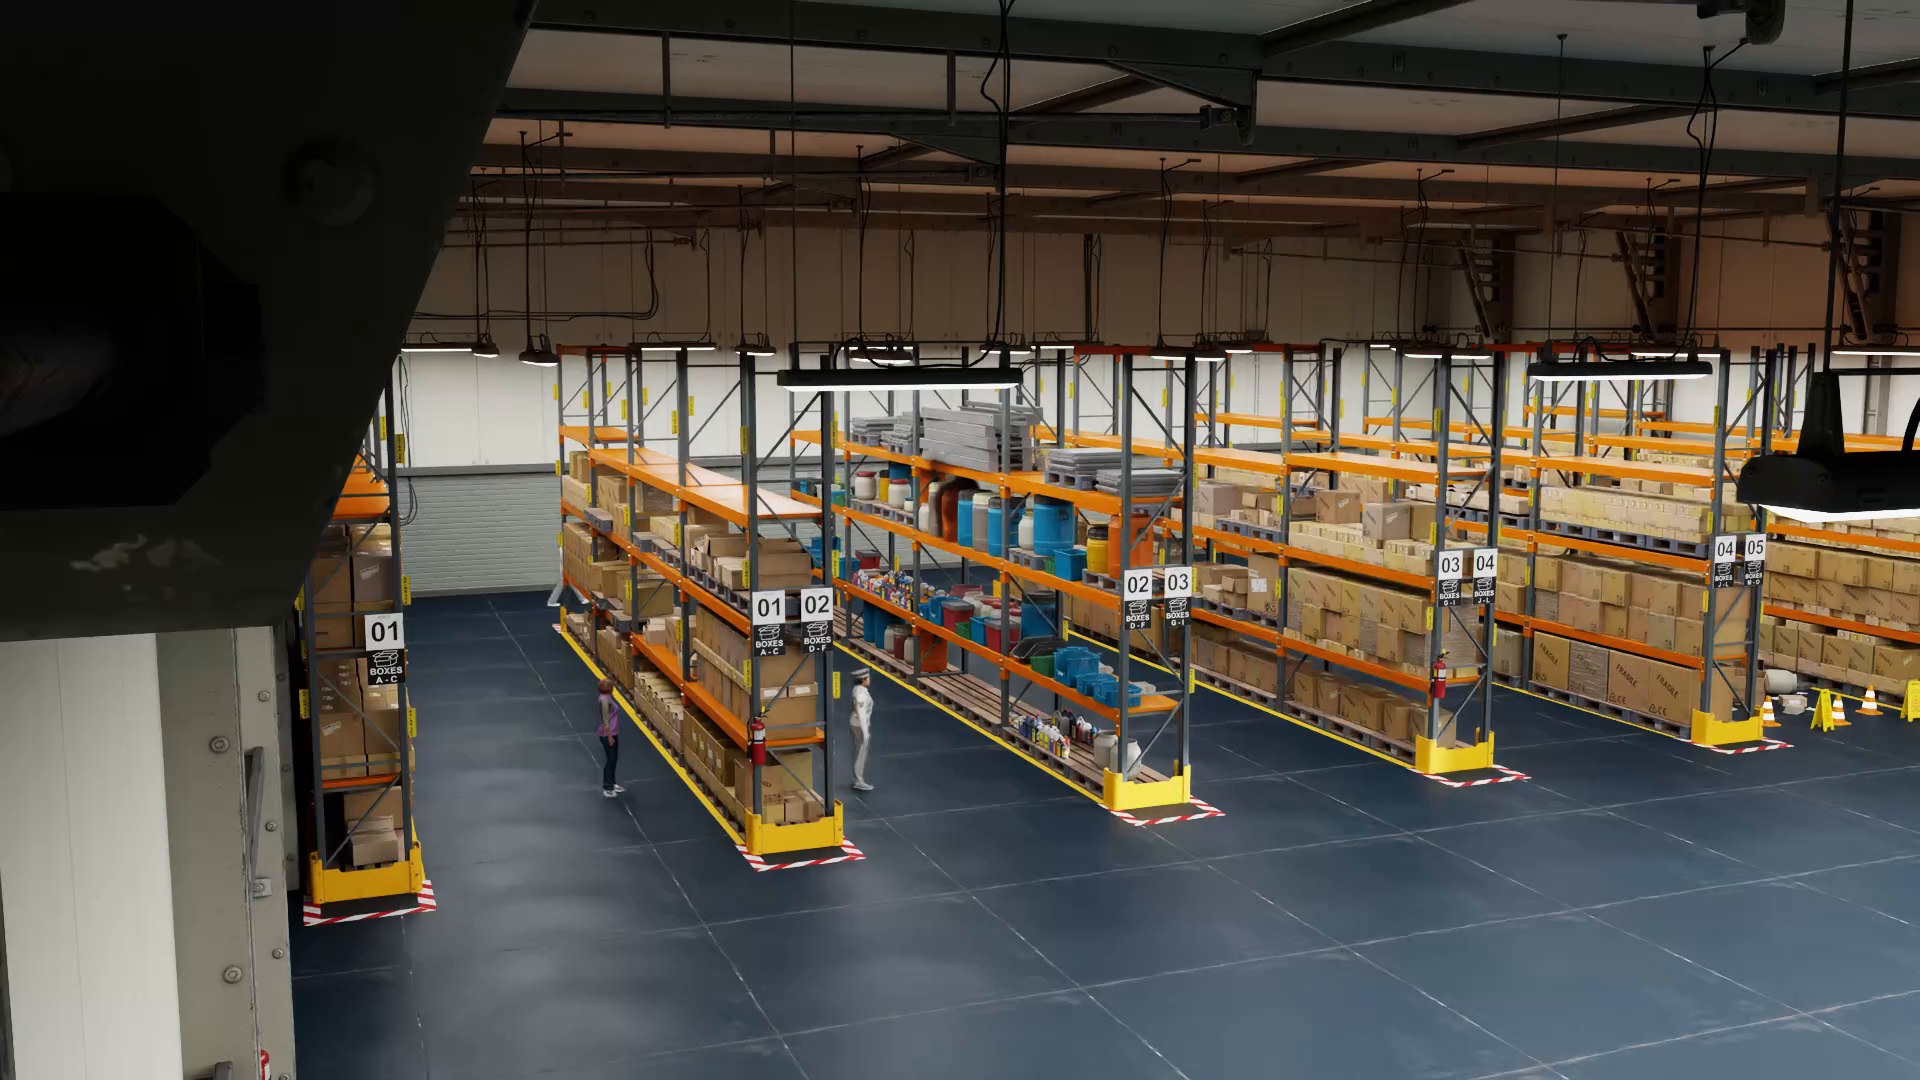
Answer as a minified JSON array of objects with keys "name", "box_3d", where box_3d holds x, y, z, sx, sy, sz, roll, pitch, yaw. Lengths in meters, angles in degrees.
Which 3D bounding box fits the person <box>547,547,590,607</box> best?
[{"name":"person","box_3d":[-8.889,0.703,37.864,1.052,1.604,0.574,-1,7,-11]}]

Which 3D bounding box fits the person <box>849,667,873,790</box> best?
[{"name":"person","box_3d":[-1.364,2.630,22.965,0.337,1.756,0.572,-1,7,-7]}]

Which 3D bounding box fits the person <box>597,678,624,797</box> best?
[{"name":"person","box_3d":[-4.781,2.694,22.732,0.349,1.650,0.500,0,7,1]}]
